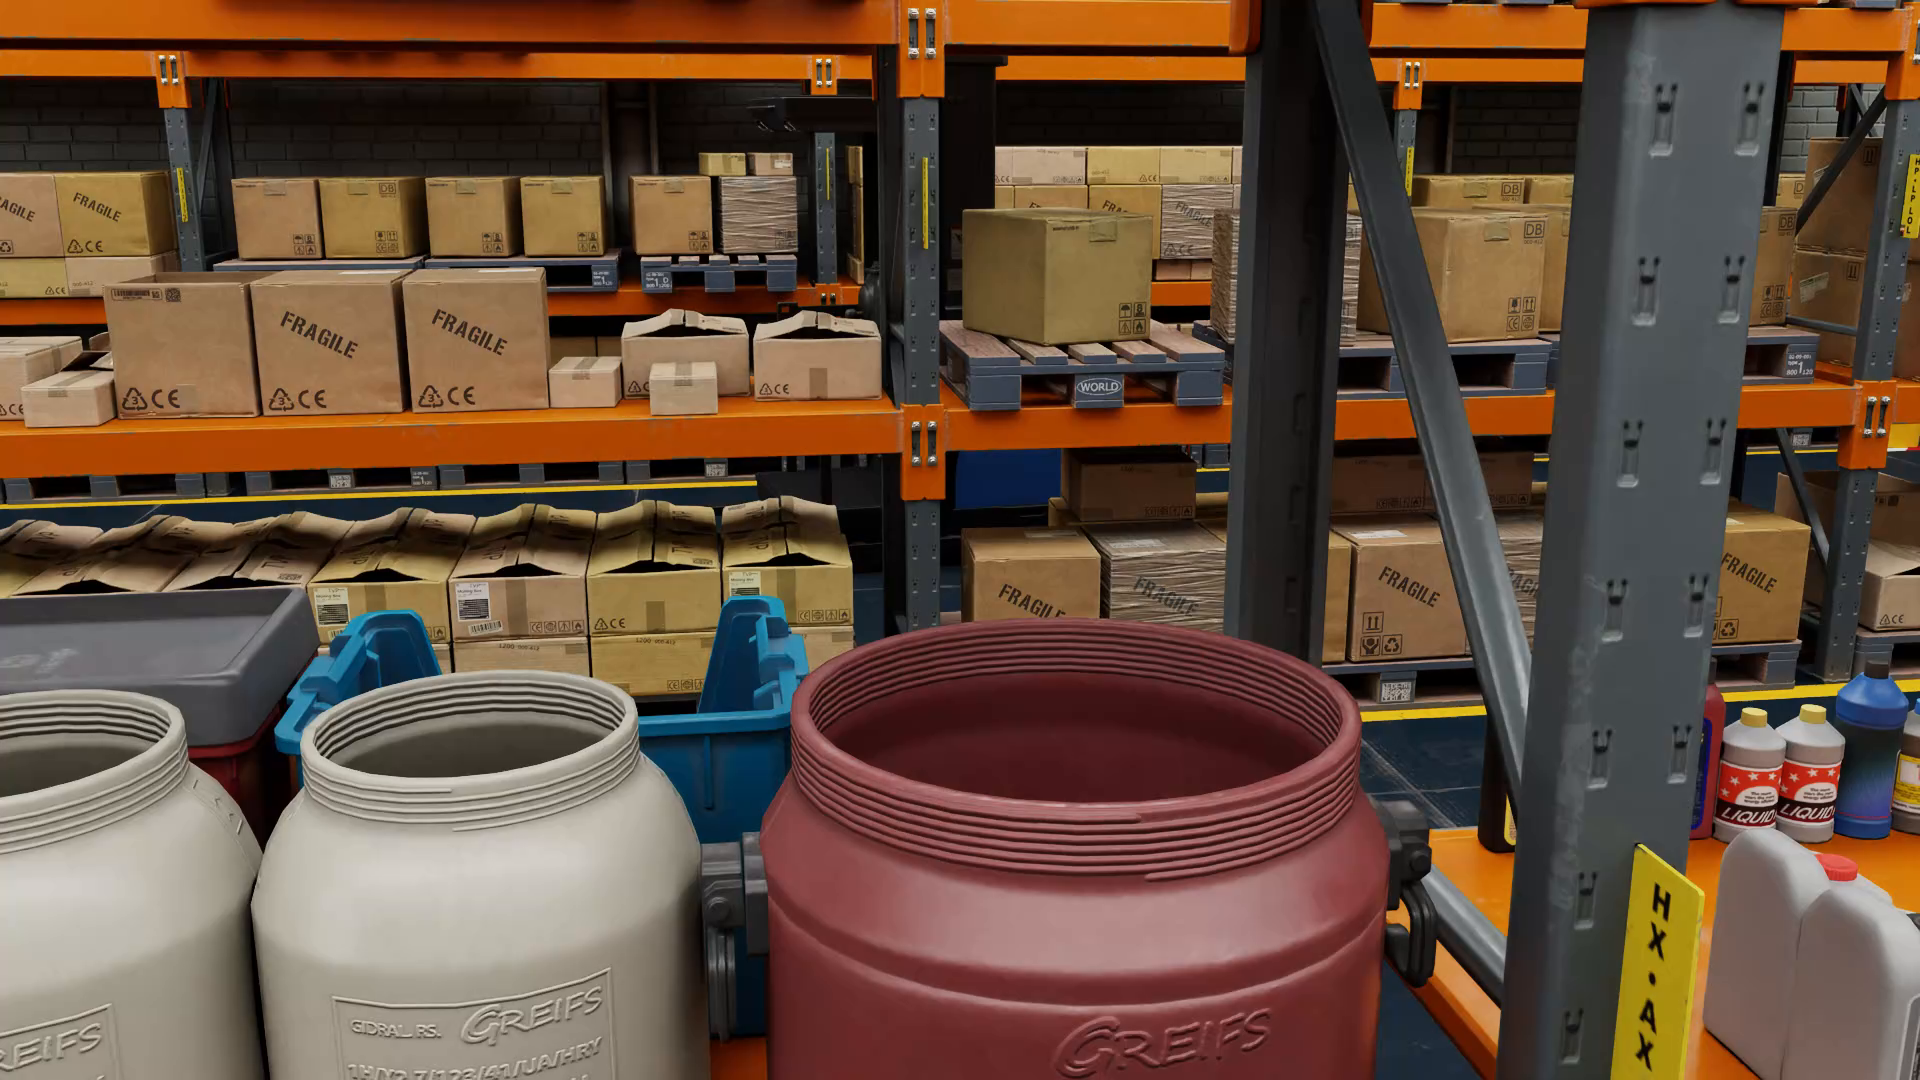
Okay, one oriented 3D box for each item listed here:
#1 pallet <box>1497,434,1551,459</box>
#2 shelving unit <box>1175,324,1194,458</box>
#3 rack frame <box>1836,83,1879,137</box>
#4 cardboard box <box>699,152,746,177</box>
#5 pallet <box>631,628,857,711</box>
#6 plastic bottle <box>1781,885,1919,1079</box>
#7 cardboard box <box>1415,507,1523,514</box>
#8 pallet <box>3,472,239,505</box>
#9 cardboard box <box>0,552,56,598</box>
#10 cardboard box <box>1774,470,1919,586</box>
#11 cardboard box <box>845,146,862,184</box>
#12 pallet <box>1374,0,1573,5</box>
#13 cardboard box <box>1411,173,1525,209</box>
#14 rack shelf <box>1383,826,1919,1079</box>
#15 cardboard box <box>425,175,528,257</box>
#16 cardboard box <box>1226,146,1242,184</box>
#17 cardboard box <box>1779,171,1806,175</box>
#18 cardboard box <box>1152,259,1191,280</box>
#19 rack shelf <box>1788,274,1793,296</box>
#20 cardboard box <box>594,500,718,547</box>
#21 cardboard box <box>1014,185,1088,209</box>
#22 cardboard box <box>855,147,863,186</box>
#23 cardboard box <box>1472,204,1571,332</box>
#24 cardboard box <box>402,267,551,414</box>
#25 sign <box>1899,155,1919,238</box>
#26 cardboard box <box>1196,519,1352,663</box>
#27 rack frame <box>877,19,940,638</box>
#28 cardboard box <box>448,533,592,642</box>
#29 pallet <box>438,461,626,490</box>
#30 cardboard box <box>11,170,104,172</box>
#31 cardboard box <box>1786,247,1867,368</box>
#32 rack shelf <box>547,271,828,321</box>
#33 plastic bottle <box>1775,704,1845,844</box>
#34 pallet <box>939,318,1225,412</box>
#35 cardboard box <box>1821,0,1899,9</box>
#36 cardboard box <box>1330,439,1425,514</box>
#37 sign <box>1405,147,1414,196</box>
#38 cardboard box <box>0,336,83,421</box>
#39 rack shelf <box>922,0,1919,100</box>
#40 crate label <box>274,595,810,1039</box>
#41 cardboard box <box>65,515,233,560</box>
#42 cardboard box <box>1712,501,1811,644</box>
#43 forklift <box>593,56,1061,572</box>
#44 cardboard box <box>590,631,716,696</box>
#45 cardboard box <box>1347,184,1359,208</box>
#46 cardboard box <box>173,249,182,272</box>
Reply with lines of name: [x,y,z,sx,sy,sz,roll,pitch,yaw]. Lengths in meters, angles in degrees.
pallet: [3.764,-0.798,12.470,1.213,0.211,1.003,-2,14,-8]
shelving unit: [1.102,-0.663,9.900,0.503,1.200,0.258,-4,15,-16]
rack frame: [6.956,-2.287,12.674,0.127,3.000,1.000,-2,14,-8]
cardboard box: [-1.608,-2.538,11.234,0.250,0.149,0.380,-5,15,-18]
pallet: [-1.033,0.568,7.025,1.213,0.211,1.003,-2,14,-8]
plastic bottle: [0.997,0.508,1.783,0.135,0.276,0.152,-2,14,-8]
cardboard box: [2.206,0.046,7.607,0.500,0.500,0.500,-2,14,-8]
pallet: [-5.569,-0.467,11.148,1.213,0.211,1.003,-2,14,-8]
cardboard box: [-3.723,0.242,6.225,0.500,0.311,0.500,-2,14,-8]
cardboard box: [4.263,-0.040,7.950,0.500,0.500,0.500,-2,14,-8]
cardboard box: [-0.545,-2.642,11.690,0.500,0.250,0.500,-2,14,-7]
pallet: [2.062,-2.269,6.823,1.003,0.211,1.213,-2,14,-8]
cardboard box: [3.539,-2.303,12.122,0.700,0.700,0.980,-2,14,-7]
rack shelf: [2.499,0.663,2.392,4.000,0.370,1.077,-2,14,-8]
cardboard box: [-3.202,-2.174,11.114,0.500,0.500,0.700,0,14,-1]
cardboard box: [2.070,-2.613,11.576,0.500,0.250,0.500,-2,14,-7]
cardboard box: [6.453,-2.411,12.554,0.700,0.700,0.980,-1,14,-6]
cardboard box: [1.446,-1.914,11.662,0.250,0.149,0.380,-2,14,-10]
rack shelf: [4.978,-1.865,12.472,4.000,0.370,1.077,-2,14,-8]
cardboard box: [-1.293,0.022,7.104,0.500,0.311,0.500,-2,14,-10]
cardboard box: [0.574,-2.190,11.429,0.500,0.500,0.500,-2,14,-9]
cardboard box: [-0.439,-2.519,11.198,0.500,0.250,0.500,-2,14,-7]
cardboard box: [2.570,-1.199,7.268,0.500,0.500,0.700,0,14,1]
cardboard box: [-1.870,-0.789,6.497,0.500,0.500,0.500,-3,14,-11]
sign: [3.828,-1.379,6.673,0.005,0.325,0.100,-2,14,-8]
cardboard box: [1.293,0.209,6.958,0.500,0.500,0.500,-2,14,-9]
rack frame: [-0.213,-0.805,6.767,0.127,3.000,1.000,-2,14,-8]
cardboard box: [-1.707,0.169,6.519,0.500,0.311,0.500,-2,14,-9]
pallet: [-2.932,-0.573,11.573,1.213,0.211,1.003,-2,14,-8]
cardboard box: [-5.918,-2.168,10.926,0.500,0.500,0.500,-2,14,-9]
cardboard box: [4.198,-1.079,7.651,0.500,0.500,0.500,-2,14,-7]
rack shelf: [-2.933,-1.575,11.316,4.000,0.370,1.077,-2,14,-8]
plastic bottle: [1.299,0.354,2.554,0.097,0.201,0.097,0,14,0]
pallet: [0.447,-0.754,6.956,1.003,0.211,1.213,-2,14,-8]
cardboard box: [4.183,-2.414,7.324,0.500,0.250,0.500,-2,14,-8]
cardboard box: [1.743,-0.302,7.451,0.500,0.250,0.500,-2,14,-9]
sign: [3.091,-2.535,11.446,0.005,0.325,0.100,-2,14,-8]
cardboard box: [-3.688,-0.616,6.320,0.500,0.250,0.500,-1,14,-5]
rack shelf: [1.764,-1.984,6.779,4.000,0.370,1.077,-2,14,-8]
crate label: [-0.502,0.340,2.127,0.616,0.435,0.502,-2,14,-8]
cardboard box: [-3.297,0.093,6.819,0.500,0.311,0.500,-2,14,-7]
cardboard box: [3.297,0.135,7.250,0.500,0.500,0.500,-2,14,-9]
forklift: [-0.604,-1.379,9.193,3.031,2.935,1.130,-4,15,-16]
cardboard box: [-1.206,0.422,6.663,0.500,0.250,0.500,-2,14,-9]
cardboard box: [2.581,-2.267,11.737,0.500,0.500,0.500,-2,14,-9]
cardboard box: [-5.407,-1.823,11.093,0.500,0.250,0.500,-2,14,-8]
